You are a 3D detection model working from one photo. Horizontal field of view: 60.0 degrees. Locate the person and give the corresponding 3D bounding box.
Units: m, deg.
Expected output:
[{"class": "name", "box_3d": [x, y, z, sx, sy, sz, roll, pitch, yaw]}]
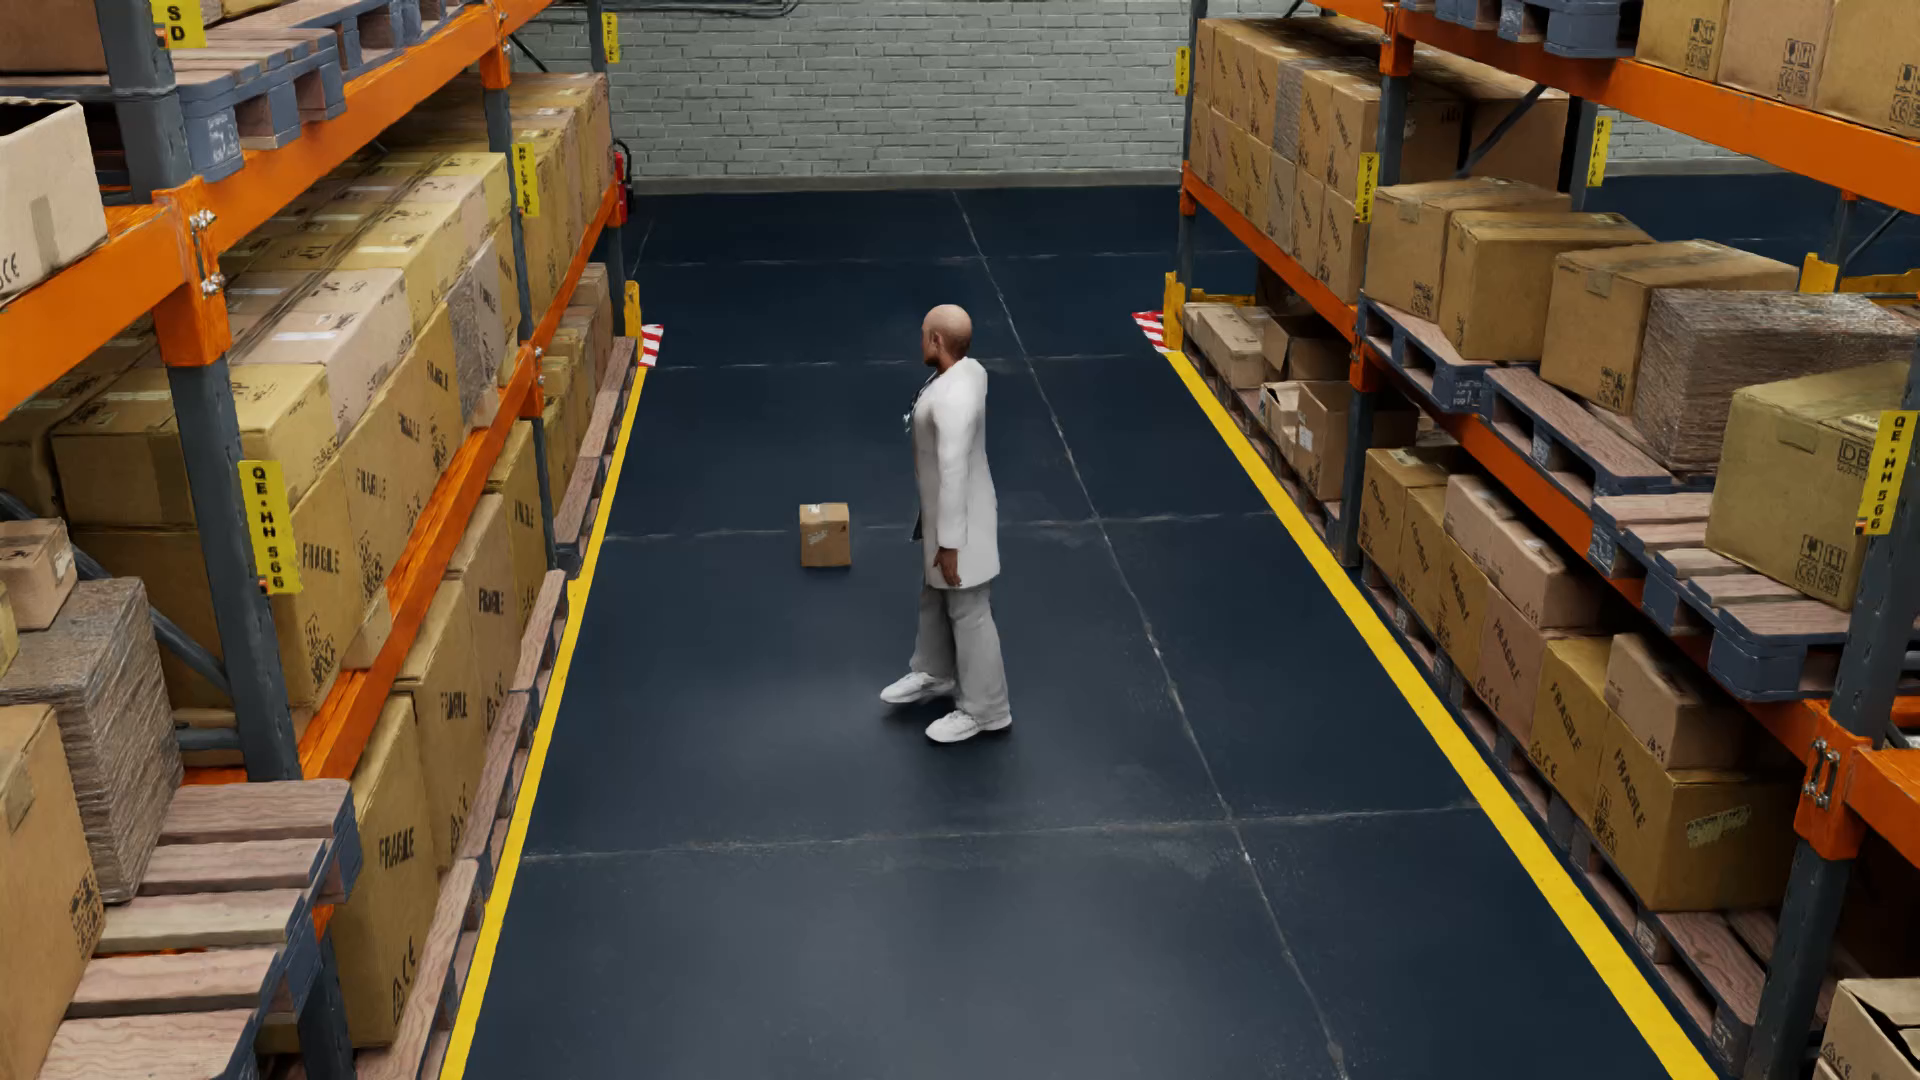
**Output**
[{"class": "person", "box_3d": [-0.059, -0.080, 6.746, 0.567, 1.788, 0.663, 1, 23, 3]}]
